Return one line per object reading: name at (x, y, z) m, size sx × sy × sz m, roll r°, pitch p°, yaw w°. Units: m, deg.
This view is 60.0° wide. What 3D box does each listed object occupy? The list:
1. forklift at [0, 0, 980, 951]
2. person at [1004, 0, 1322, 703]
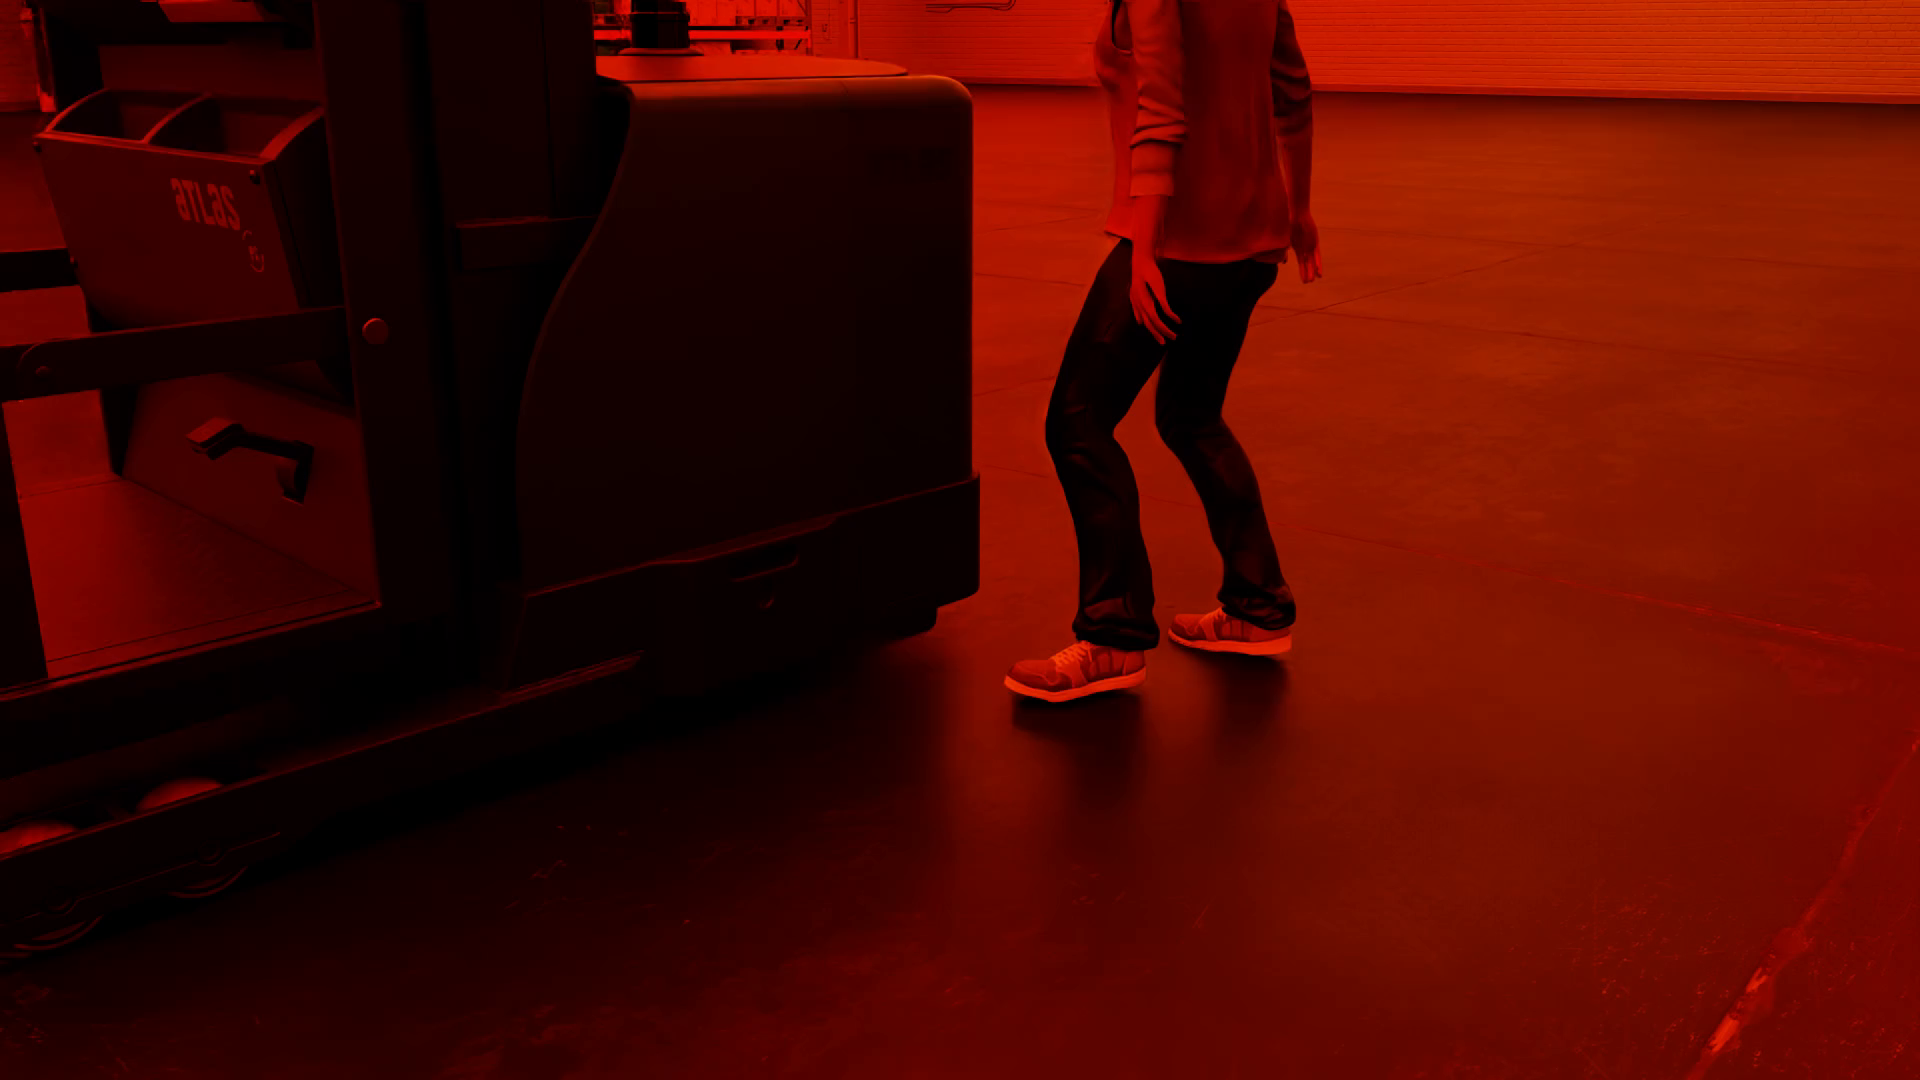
forklift at (-1.357, -1.035, 2.305) m, size 1.130 × 2.935 × 3.031 m, roll 16°, pitch 23°, yaw 43°
person at (0.404, -0.508, 2.966) m, size 0.398 × 1.570 × 0.737 m, roll 13°, pitch 21°, yaw 36°
